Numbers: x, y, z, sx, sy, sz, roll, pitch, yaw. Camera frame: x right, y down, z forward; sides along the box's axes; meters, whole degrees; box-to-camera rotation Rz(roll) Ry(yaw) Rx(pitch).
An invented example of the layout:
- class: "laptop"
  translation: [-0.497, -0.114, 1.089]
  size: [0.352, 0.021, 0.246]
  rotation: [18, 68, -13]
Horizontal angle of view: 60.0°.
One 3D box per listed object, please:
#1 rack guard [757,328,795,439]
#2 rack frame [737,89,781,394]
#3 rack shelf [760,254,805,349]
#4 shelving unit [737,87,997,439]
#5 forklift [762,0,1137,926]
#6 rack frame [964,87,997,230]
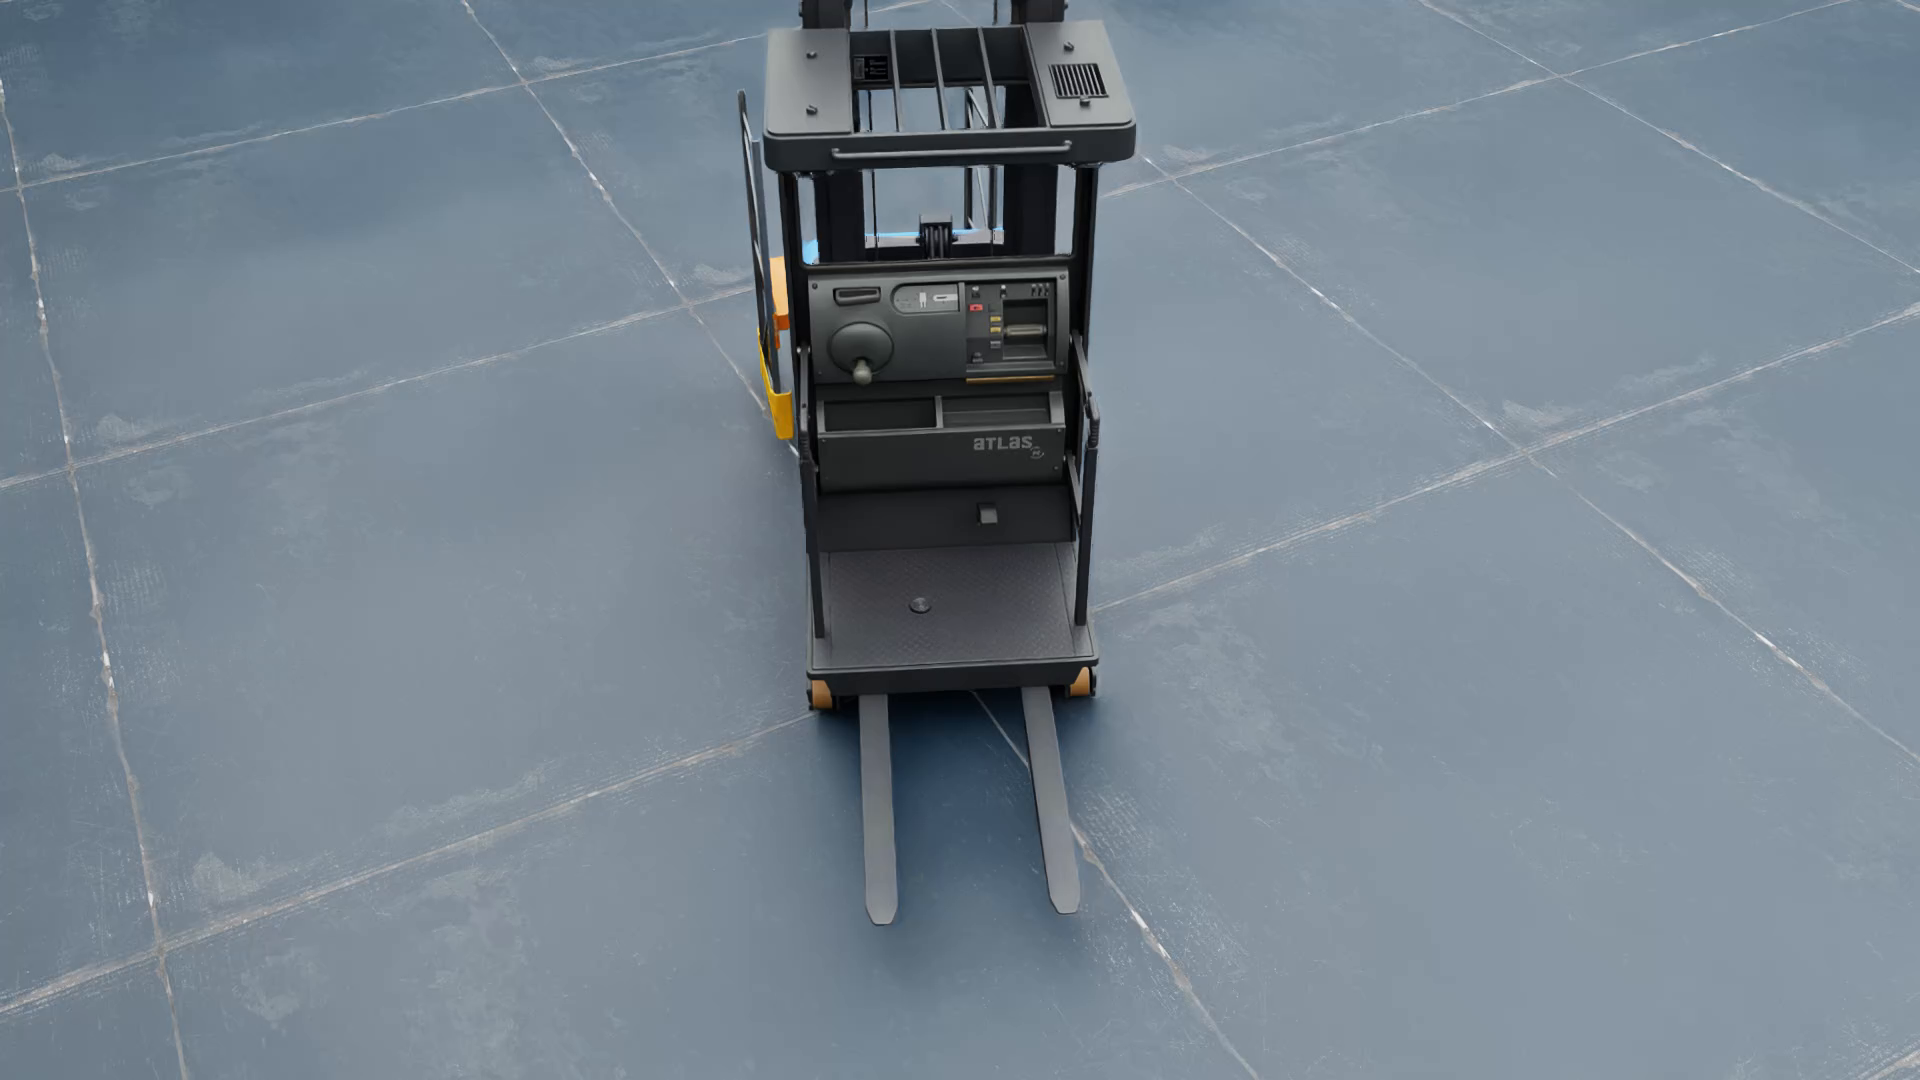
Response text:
- class: "rack guard"
  translation: [-0.881, -0.759, 7.953]
  size: [0.087, 0.250, 0.587]
  rotation: [-8, 41, -10]
- class: "rack frame"
  translation: [-0.900, -1.233, 7.546]
  size: [0.032, 1.500, 0.500]
  rotation: [-8, 41, -10]
- class: "rack shelf"
  translation: [-0.405, -1.170, 7.749]
  size: [1.000, 0.185, 0.538]
  rotation: [-8, 41, -10]
- class: "shelving unit"
  translation: [-0.396, -1.308, 7.635]
  size: [1.083, 1.500, 0.587]
  rotation: [-8, 41, -10]
- class: "forklift"
  translation: [-0.055, -0.685, 5.790]
  size: [1.130, 2.935, 3.031]
  rotation: [-3, 40, -3]
- class: "rack frame"
  translation: [0.091, -1.381, 7.720]
  size: [0.032, 1.500, 0.500]
  rotation: [-8, 41, -10]
